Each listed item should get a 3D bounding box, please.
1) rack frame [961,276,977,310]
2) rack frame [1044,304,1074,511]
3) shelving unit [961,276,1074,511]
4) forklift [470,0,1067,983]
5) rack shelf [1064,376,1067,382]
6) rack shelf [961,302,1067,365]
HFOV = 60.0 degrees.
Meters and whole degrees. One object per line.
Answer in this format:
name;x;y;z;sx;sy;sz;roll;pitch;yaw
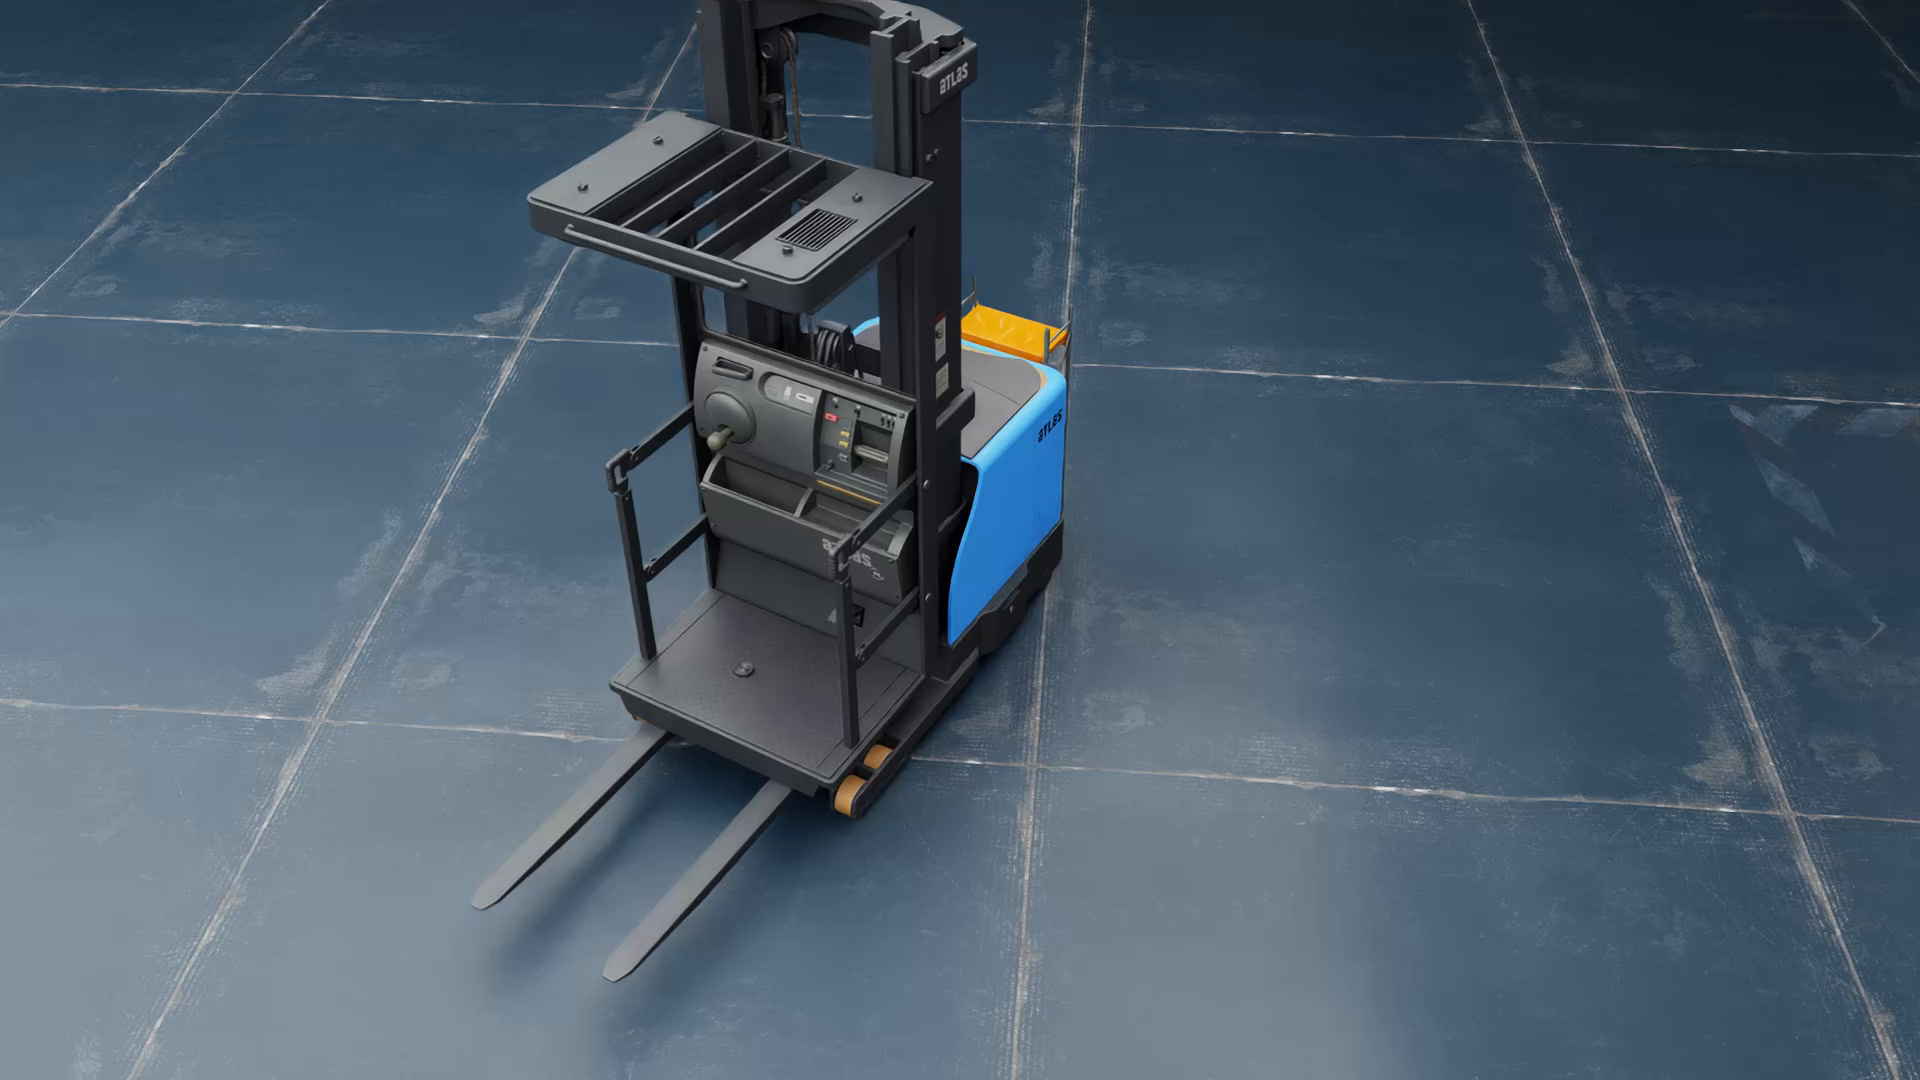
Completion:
rack frame;0.010;-0.656;7.776;0.015;1.200;0.240;20;43;23
rack frame;0.430;-0.501;7.585;0.015;1.200;0.240;20;43;23
shelving unit;0.220;-0.579;7.681;0.503;1.200;0.258;20;43;23
forklift;-0.707;-0.376;6.061;1.130;2.935;3.031;20;43;23
rack shelf;0.220;-0.700;7.582;0.480;0.148;0.258;20;43;23
rack shelf;0.220;-0.884;7.433;0.480;0.148;0.258;20;43;23
